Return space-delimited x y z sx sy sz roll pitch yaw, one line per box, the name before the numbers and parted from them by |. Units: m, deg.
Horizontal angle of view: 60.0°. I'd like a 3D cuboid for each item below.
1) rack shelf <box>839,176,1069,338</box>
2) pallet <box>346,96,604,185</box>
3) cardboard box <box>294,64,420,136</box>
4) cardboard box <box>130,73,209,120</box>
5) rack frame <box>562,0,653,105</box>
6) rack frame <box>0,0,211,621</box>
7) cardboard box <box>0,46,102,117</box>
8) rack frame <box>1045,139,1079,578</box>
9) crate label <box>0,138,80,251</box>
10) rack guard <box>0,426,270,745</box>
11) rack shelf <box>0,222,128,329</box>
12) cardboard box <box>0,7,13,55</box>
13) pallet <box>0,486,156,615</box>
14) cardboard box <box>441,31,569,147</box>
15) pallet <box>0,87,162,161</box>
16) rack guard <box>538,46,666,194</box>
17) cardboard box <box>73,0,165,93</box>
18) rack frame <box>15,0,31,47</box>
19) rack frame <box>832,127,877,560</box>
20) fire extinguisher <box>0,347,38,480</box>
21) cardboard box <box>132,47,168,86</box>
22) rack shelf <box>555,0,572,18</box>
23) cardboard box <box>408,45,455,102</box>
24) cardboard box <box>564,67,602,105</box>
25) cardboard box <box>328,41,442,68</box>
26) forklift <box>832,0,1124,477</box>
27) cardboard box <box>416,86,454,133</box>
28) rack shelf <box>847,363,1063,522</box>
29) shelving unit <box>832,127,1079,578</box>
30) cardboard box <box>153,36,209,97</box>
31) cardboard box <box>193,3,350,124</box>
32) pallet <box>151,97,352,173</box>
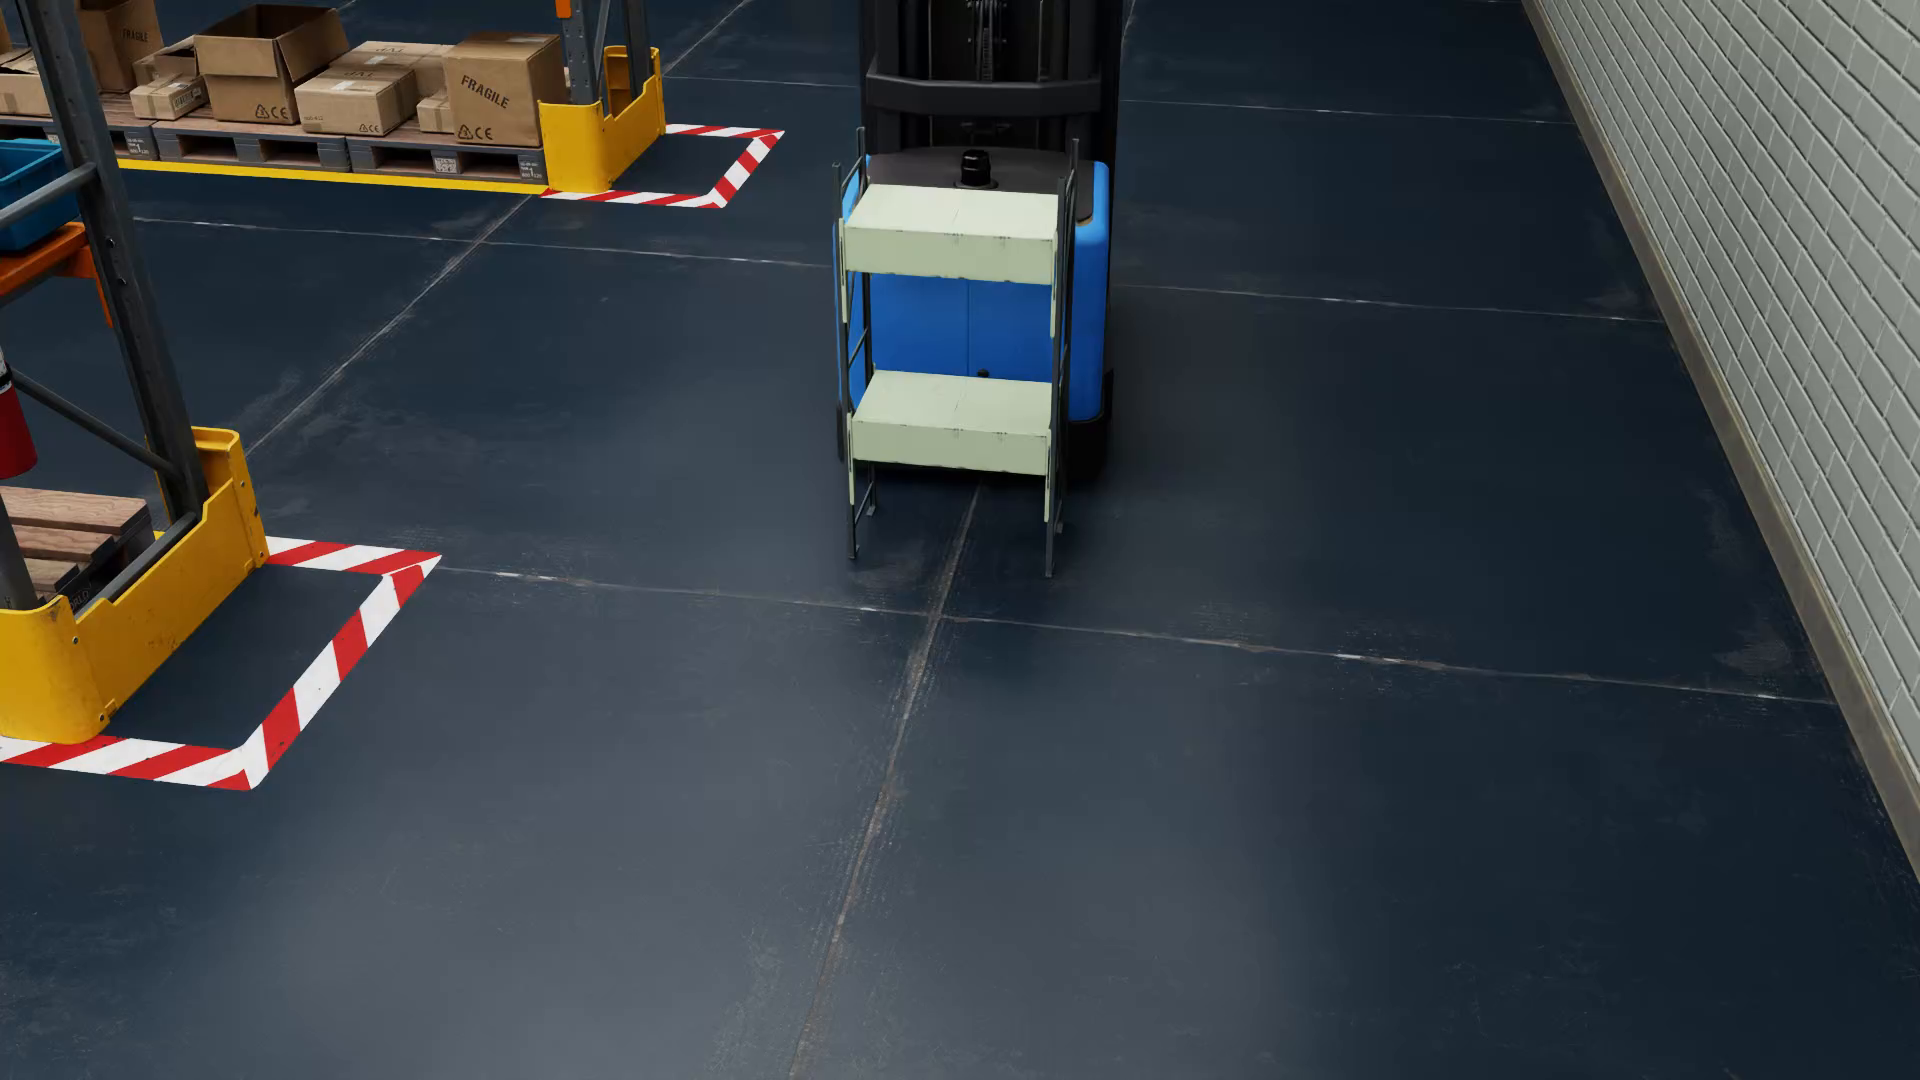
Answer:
rack shelf | -0.007 -0.967 5.646 0.720 0.370 0.431 5 32 8
pallet | -2.861 -2.425 9.925 1.213 0.211 1.003 5 32 8
cardboard box | -3.509 -2.571 9.707 0.500 0.250 0.500 5 32 8
cardboard box | -4.711 -2.650 9.912 0.250 0.166 0.380 5 32 8
rack frame | -2.000 -3.530 9.062 0.127 3.000 1.000 5 32 8
rack frame | -2.837 -0.939 4.924 0.127 3.000 1.000 5 32 8
cardboard box | -5.565 -2.783 9.988 0.500 0.311 0.500 5 32 8
rack frame | 0.354 -0.604 5.801 0.023 1.500 0.400 5 32 8
crate label | -3.025 -1.088 5.262 0.303 0.233 0.416 5 32 8
rack guard | -2.811 0.116 5.594 0.348 0.500 1.175 5 32 8
rack shelf | -4.808 -0.813 5.400 4.000 0.370 1.077 5 32 8
cardboard box | -6.379 -3.184 10.451 0.500 0.500 0.500 4 32 6
pallet | -3.643 0.149 5.813 1.213 0.211 1.003 5 32 8
cardboard box | -2.577 -2.576 9.480 0.500 0.500 0.500 5 32 8
pallet | -5.266 -2.643 10.273 1.213 0.211 1.003 5 32 8
rack guard | -2.075 -2.477 9.736 0.348 0.500 1.175 5 32 8
cardboard box | -5.333 -3.111 10.335 0.500 0.500 0.500 5 32 8
rack frame | -5.943 -3.887 9.632 0.127 3.000 1.000 5 32 8
rack frame | -0.367 -0.669 5.905 0.023 1.500 0.400 5 32 8
fire extinguisher | -2.765 -0.497 4.642 0.183 0.674 0.296 5 32 8
cardboard box | -4.954 -2.960 10.424 0.250 0.149 0.380 5 32 8
rack shelf | -3.971 -3.403 9.538 4.000 0.370 1.077 5 32 8
cardboard box | -2.981 -2.792 10.061 0.500 0.250 0.500 5 32 8
cardboard box | -2.355 -2.725 10.048 0.250 0.149 0.380 5 32 8
cardboard box | -3.474 -2.837 10.132 0.500 0.250 0.500 5 32 8
forklift | 0.144 -2.246 7.076 1.130 2.935 3.031 2 32 4
cardboard box | -2.961 -2.518 9.702 0.250 0.166 0.380 5 32 8
rack shelf | -0.007 -0.360 6.026 0.720 0.370 0.431 5 32 8
shelving unit | -0.007 -0.636 5.853 0.755 1.500 0.431 5 32 8
cardboard box | -4.594 -2.964 10.278 0.500 0.311 0.500 5 32 8
cardboard box | -4.090 -2.850 9.914 0.637 0.503 0.797 5 32 8
pallet | -4.060 -2.535 10.101 1.213 0.211 1.003 5 32 8
